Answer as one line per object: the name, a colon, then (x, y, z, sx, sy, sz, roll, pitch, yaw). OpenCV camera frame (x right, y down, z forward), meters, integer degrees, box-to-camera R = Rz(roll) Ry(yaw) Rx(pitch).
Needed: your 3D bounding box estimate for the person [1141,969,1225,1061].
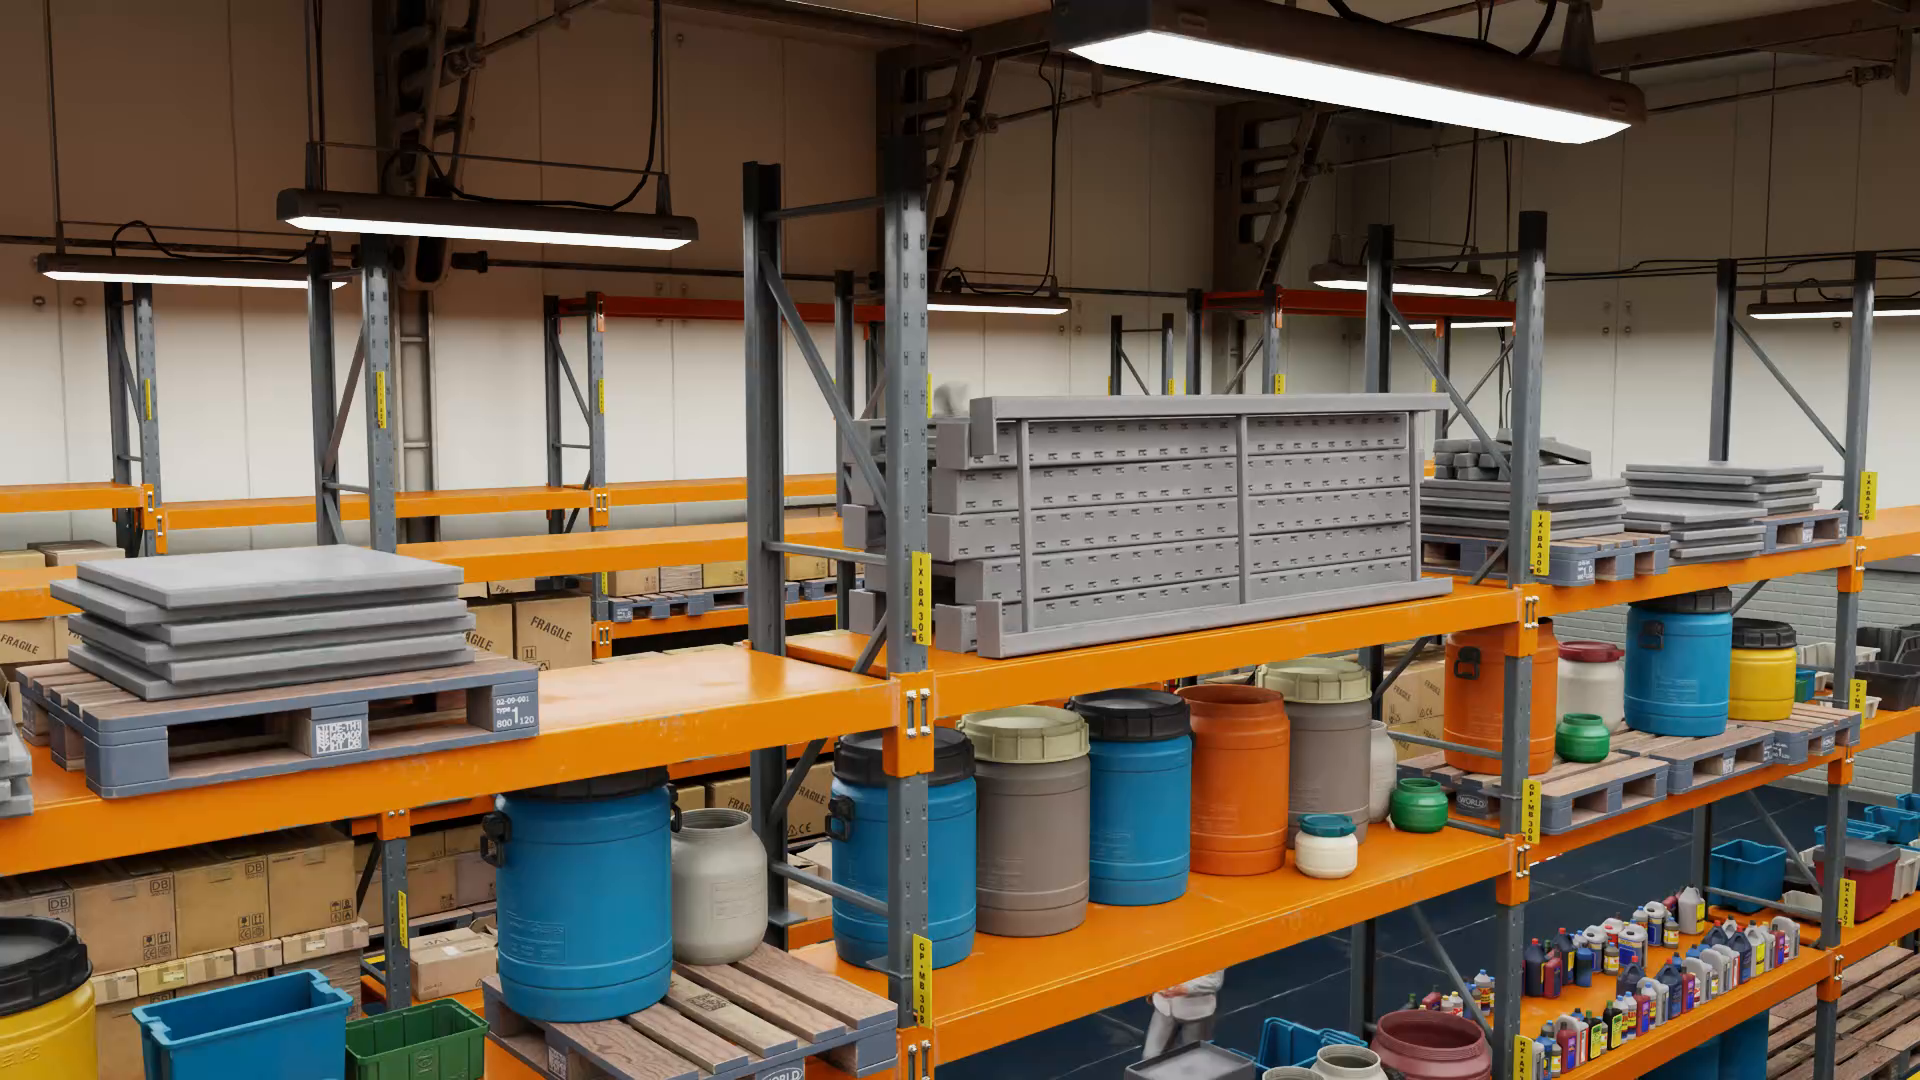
person: (1.499, 3.197, 11.320, 0.634, 1.742, 0.663, 4, 7, 37)
